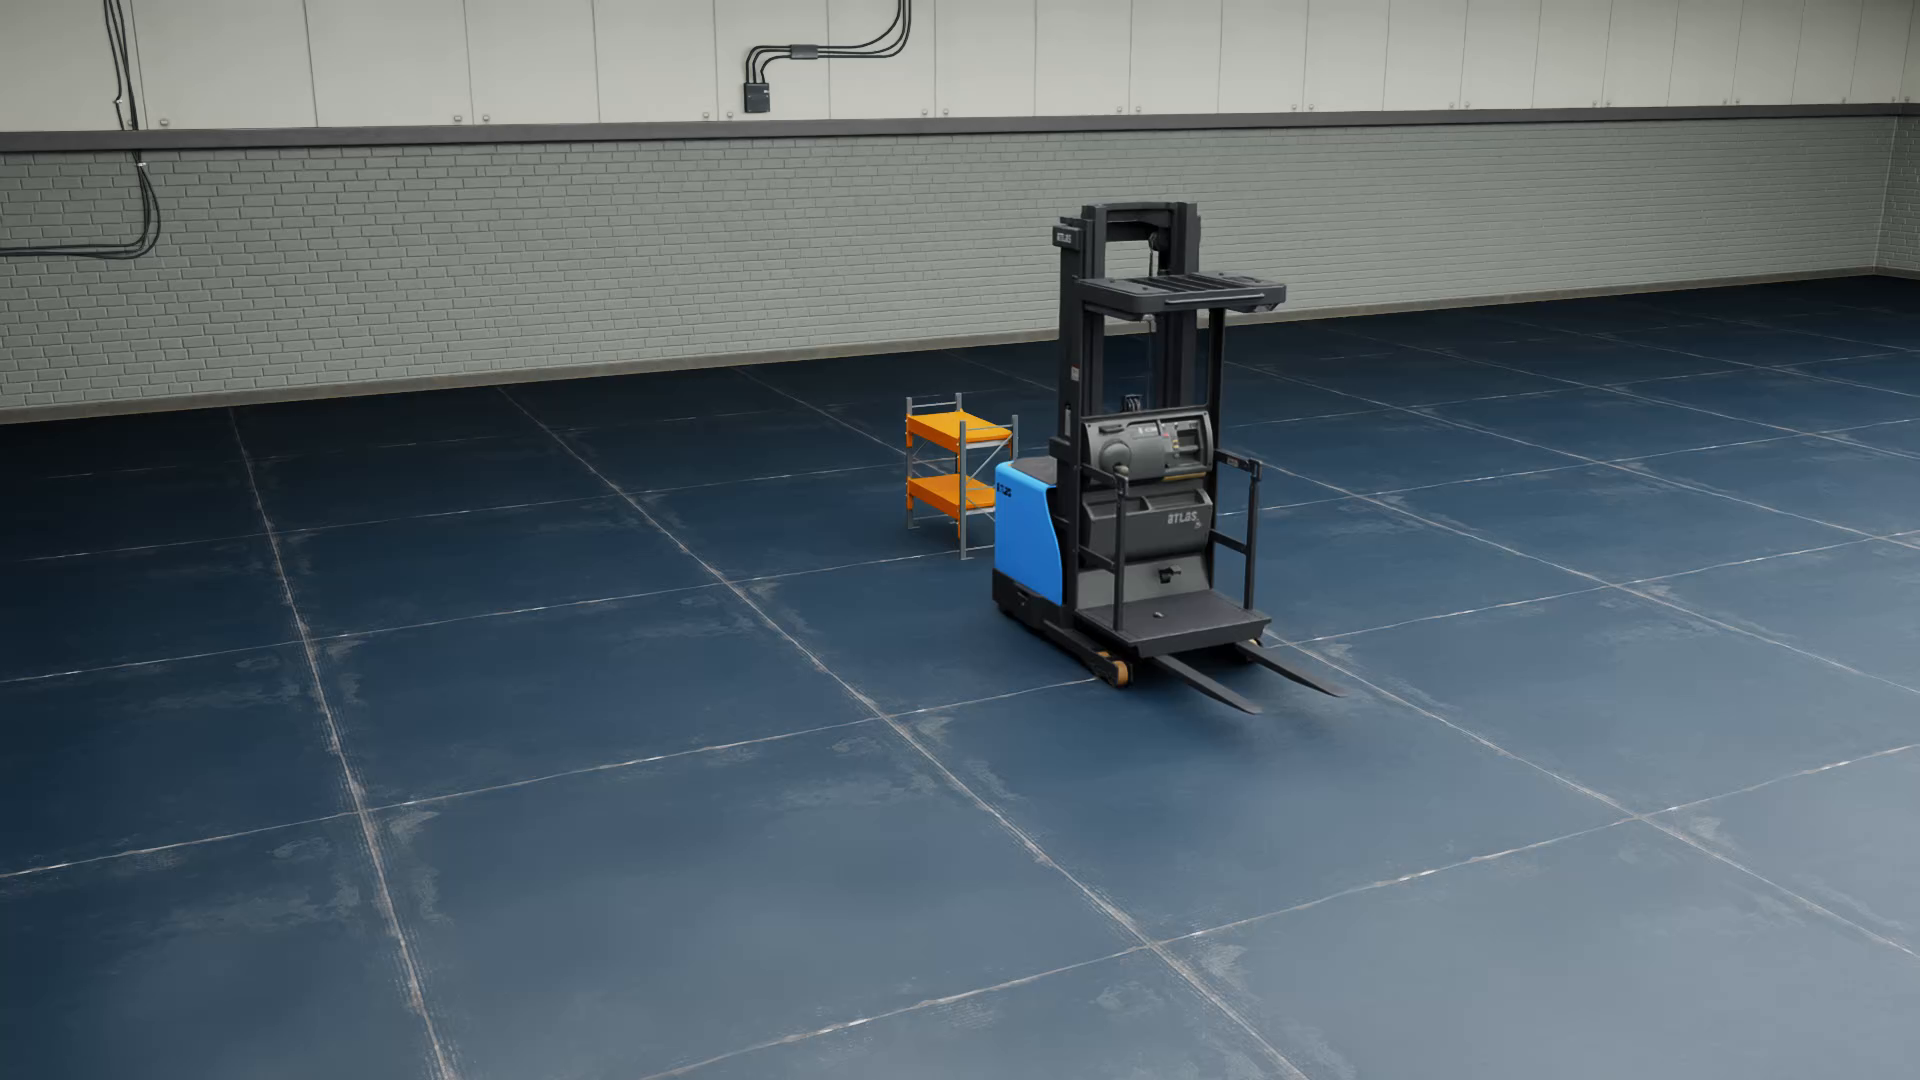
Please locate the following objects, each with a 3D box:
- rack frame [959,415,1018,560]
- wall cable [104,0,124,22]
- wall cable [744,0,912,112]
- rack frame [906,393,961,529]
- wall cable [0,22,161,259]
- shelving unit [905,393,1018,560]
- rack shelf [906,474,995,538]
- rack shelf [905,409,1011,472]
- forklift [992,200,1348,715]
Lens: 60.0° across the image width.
[{"bbox_3d":[0.226,-0.413,13.150,0.500,1.125,0.032,-8,18,-25],"label":"rack frame"},{"bbox_3d":[-7.753,-6.877,17.873,3.097,2.526,0.112,-8,18,-25],"label":"wall cable"},{"bbox_3d":[-1.644,-8.393,20.517,2.305,6.003,0.169,-8,18,-25],"label":"wall cable"},{"bbox_3d":[-0.220,-0.665,14.029,0.500,1.125,0.032,-8,18,-25],"label":"rack frame"},{"bbox_3d":[-10.185,-4.122,17.431,3.097,2.526,0.112,-8,18,-25],"label":"wall cable"},{"bbox_3d":[0.003,-0.539,13.590,0.538,1.125,1.048,-8,18,-25],"label":"shelving unit"},{"bbox_3d":[0.003,-0.304,13.657,0.538,0.278,1.000,-8,18,-25],"label":"rack shelf"},{"bbox_3d":[0.003,-0.820,13.509,0.538,0.278,1.000,-8,18,-25],"label":"rack shelf"},{"bbox_3d":[1.324,-0.619,10.593,1.130,2.935,3.031,-8,18,-25],"label":"forklift"}]
